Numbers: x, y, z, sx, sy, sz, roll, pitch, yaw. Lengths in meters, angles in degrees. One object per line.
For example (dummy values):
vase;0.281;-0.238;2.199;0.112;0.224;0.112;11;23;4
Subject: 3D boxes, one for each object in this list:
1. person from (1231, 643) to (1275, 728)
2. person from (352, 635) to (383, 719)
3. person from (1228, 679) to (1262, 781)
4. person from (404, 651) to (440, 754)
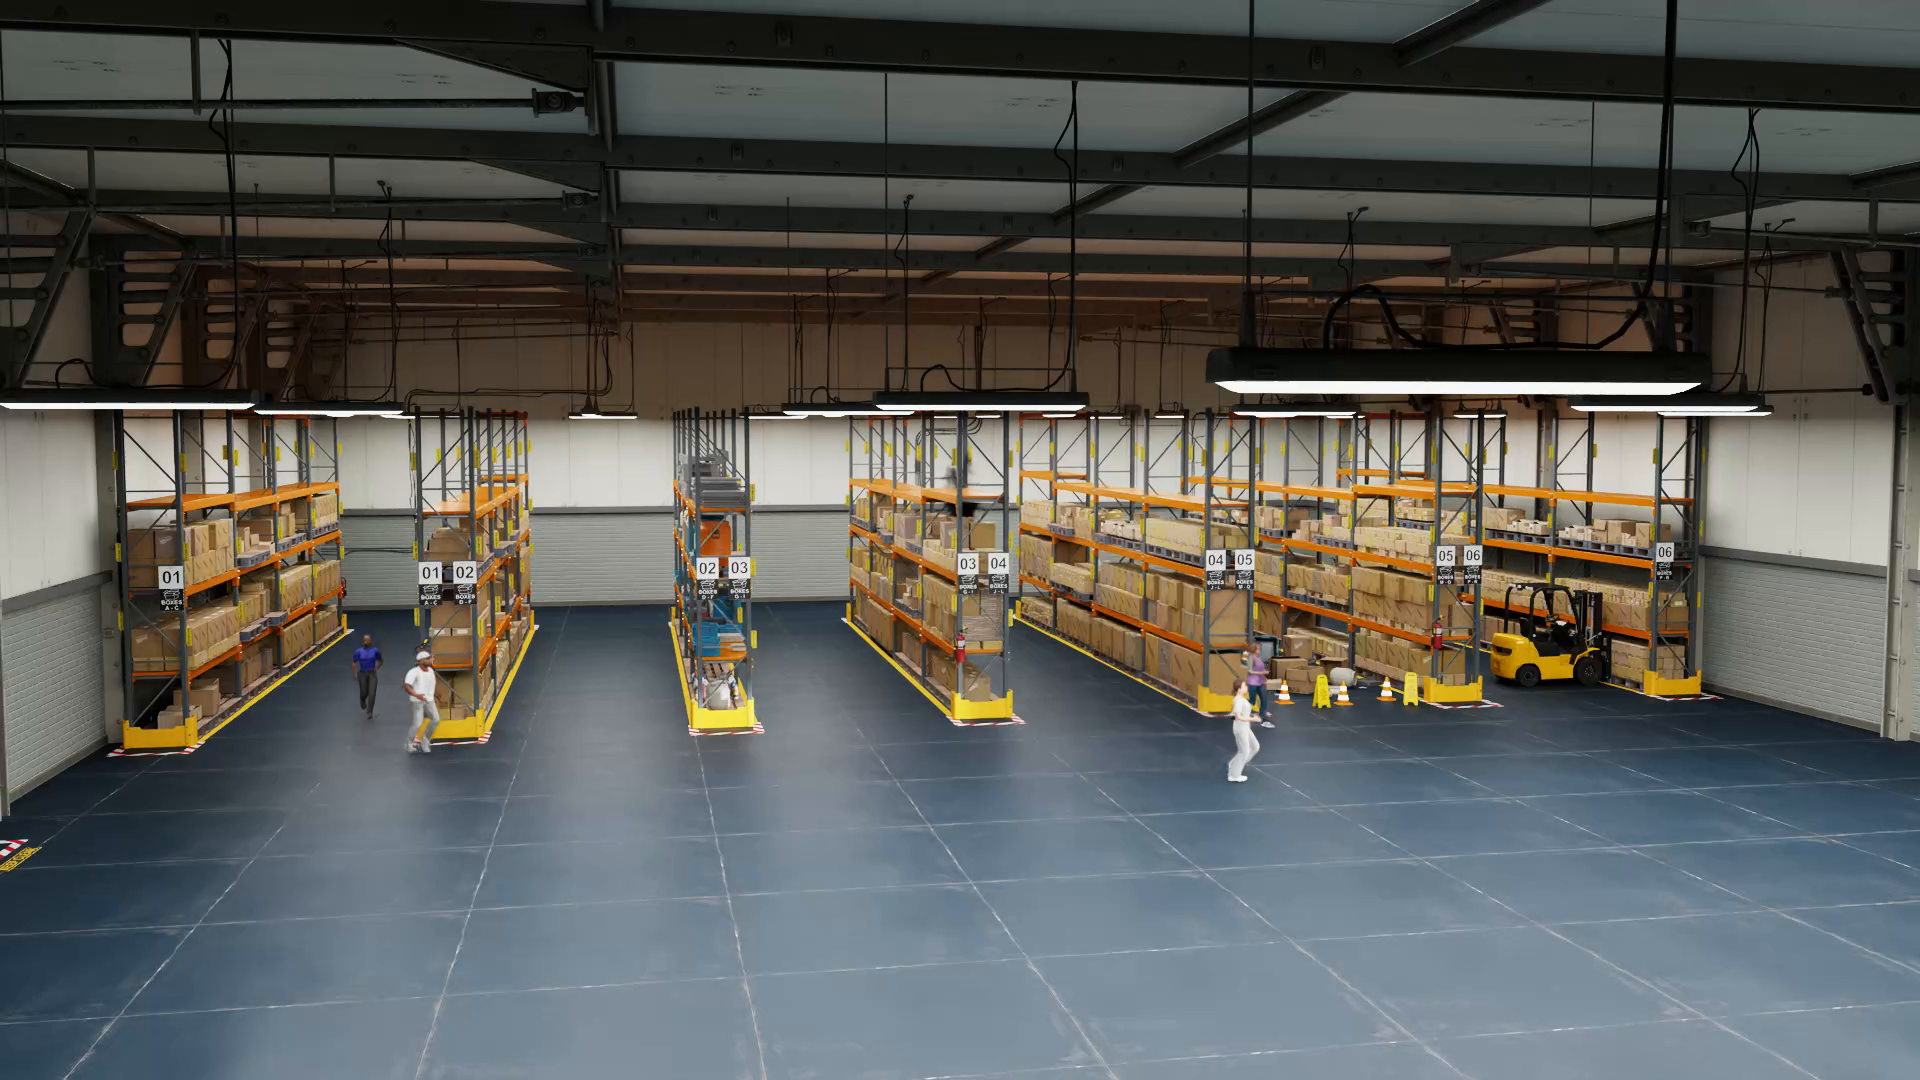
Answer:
person;5.517;2.706;31.164;0.861;1.574;0.551;3;5;37
person;-11.468;2.645;32.215;0.576;1.607;0.512;-2;4;-24
person;4.534;2.991;26.404;0.548;1.573;0.554;1;4;16
person;-9.264;2.809;28.801;0.612;1.754;0.763;3;5;34
